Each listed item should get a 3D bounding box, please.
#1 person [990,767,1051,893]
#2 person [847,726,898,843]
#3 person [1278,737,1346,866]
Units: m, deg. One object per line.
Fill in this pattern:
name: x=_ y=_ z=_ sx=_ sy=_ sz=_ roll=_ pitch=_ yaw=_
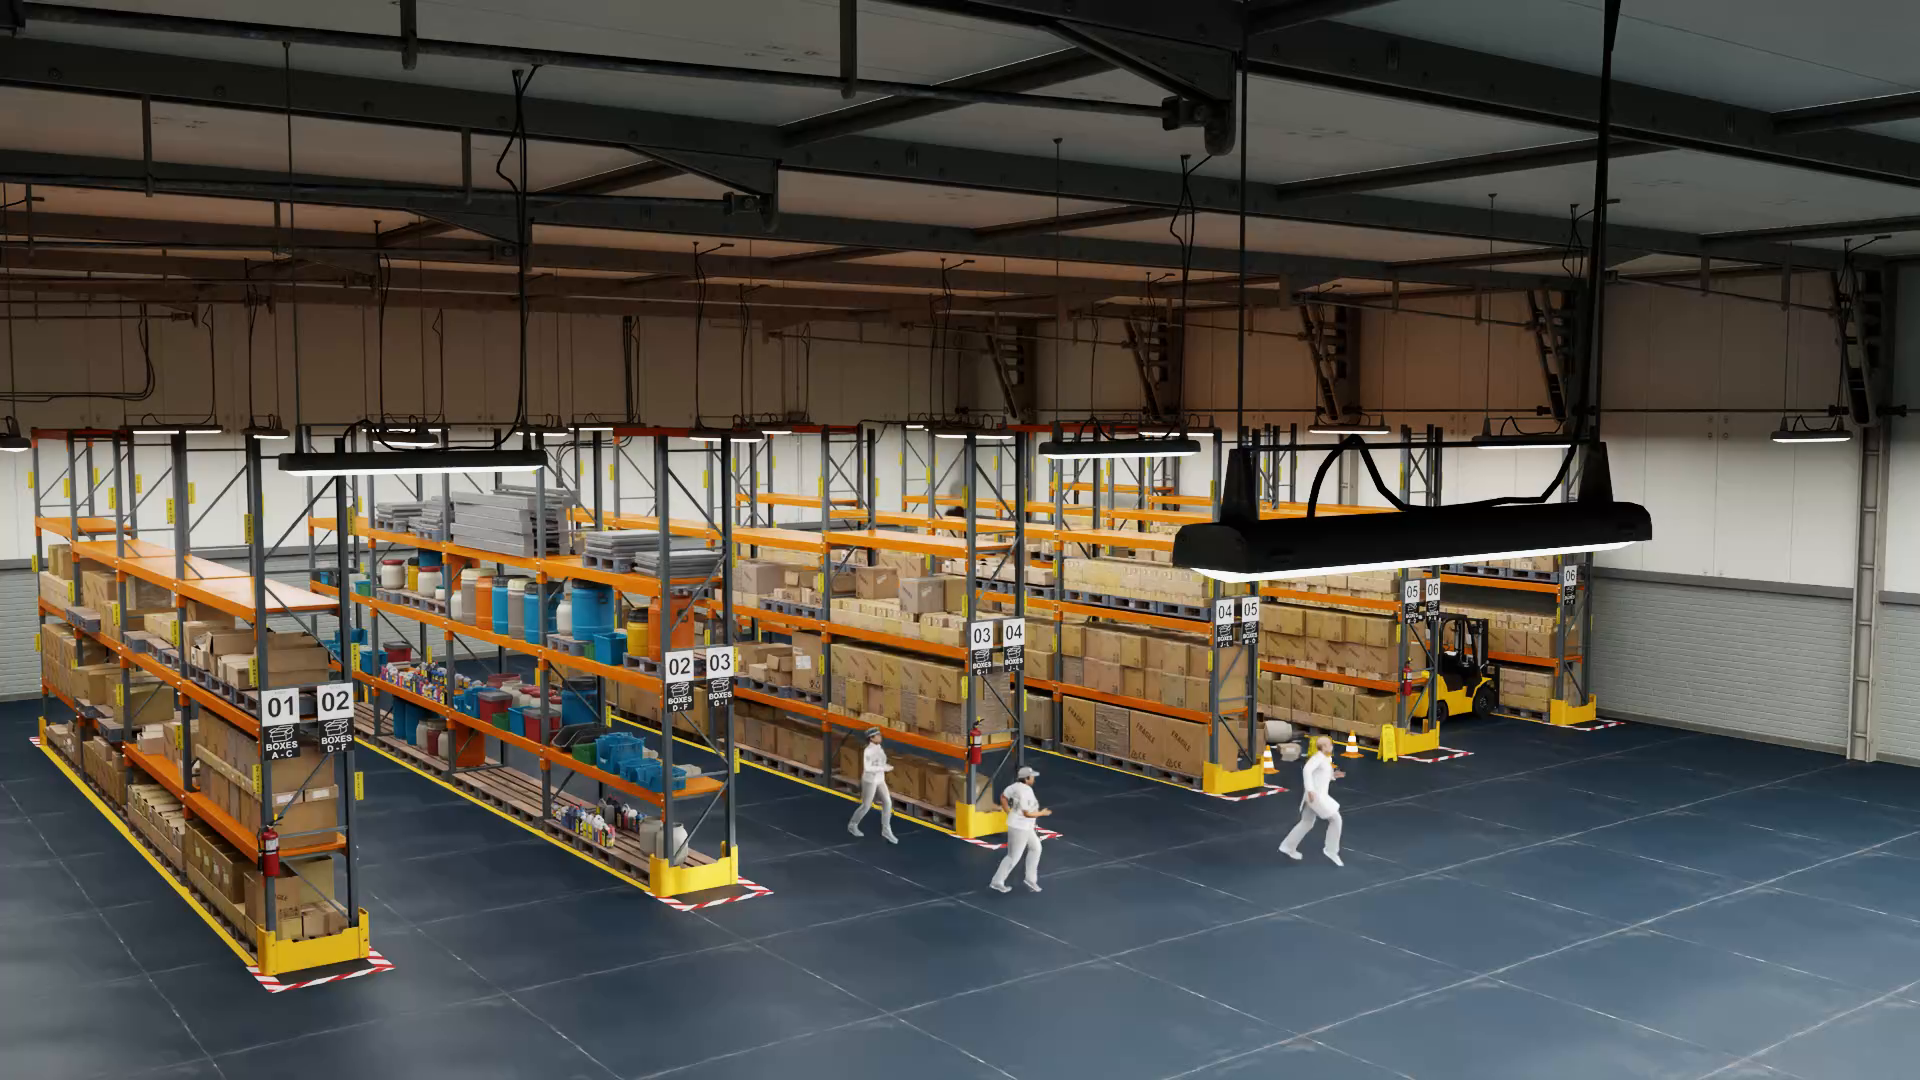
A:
person: x=0.787 y=3.808 z=21.699 sx=0.809 sy=1.715 sz=0.547 roll=0 pitch=4 yaw=-3
person: x=-1.300 y=3.570 z=24.334 sx=0.779 sy=1.743 sz=0.598 roll=2 pitch=5 yaw=26
person: x=4.905 y=3.641 z=23.114 sx=0.939 sy=1.831 sz=0.741 roll=0 pitch=4 yaw=0
